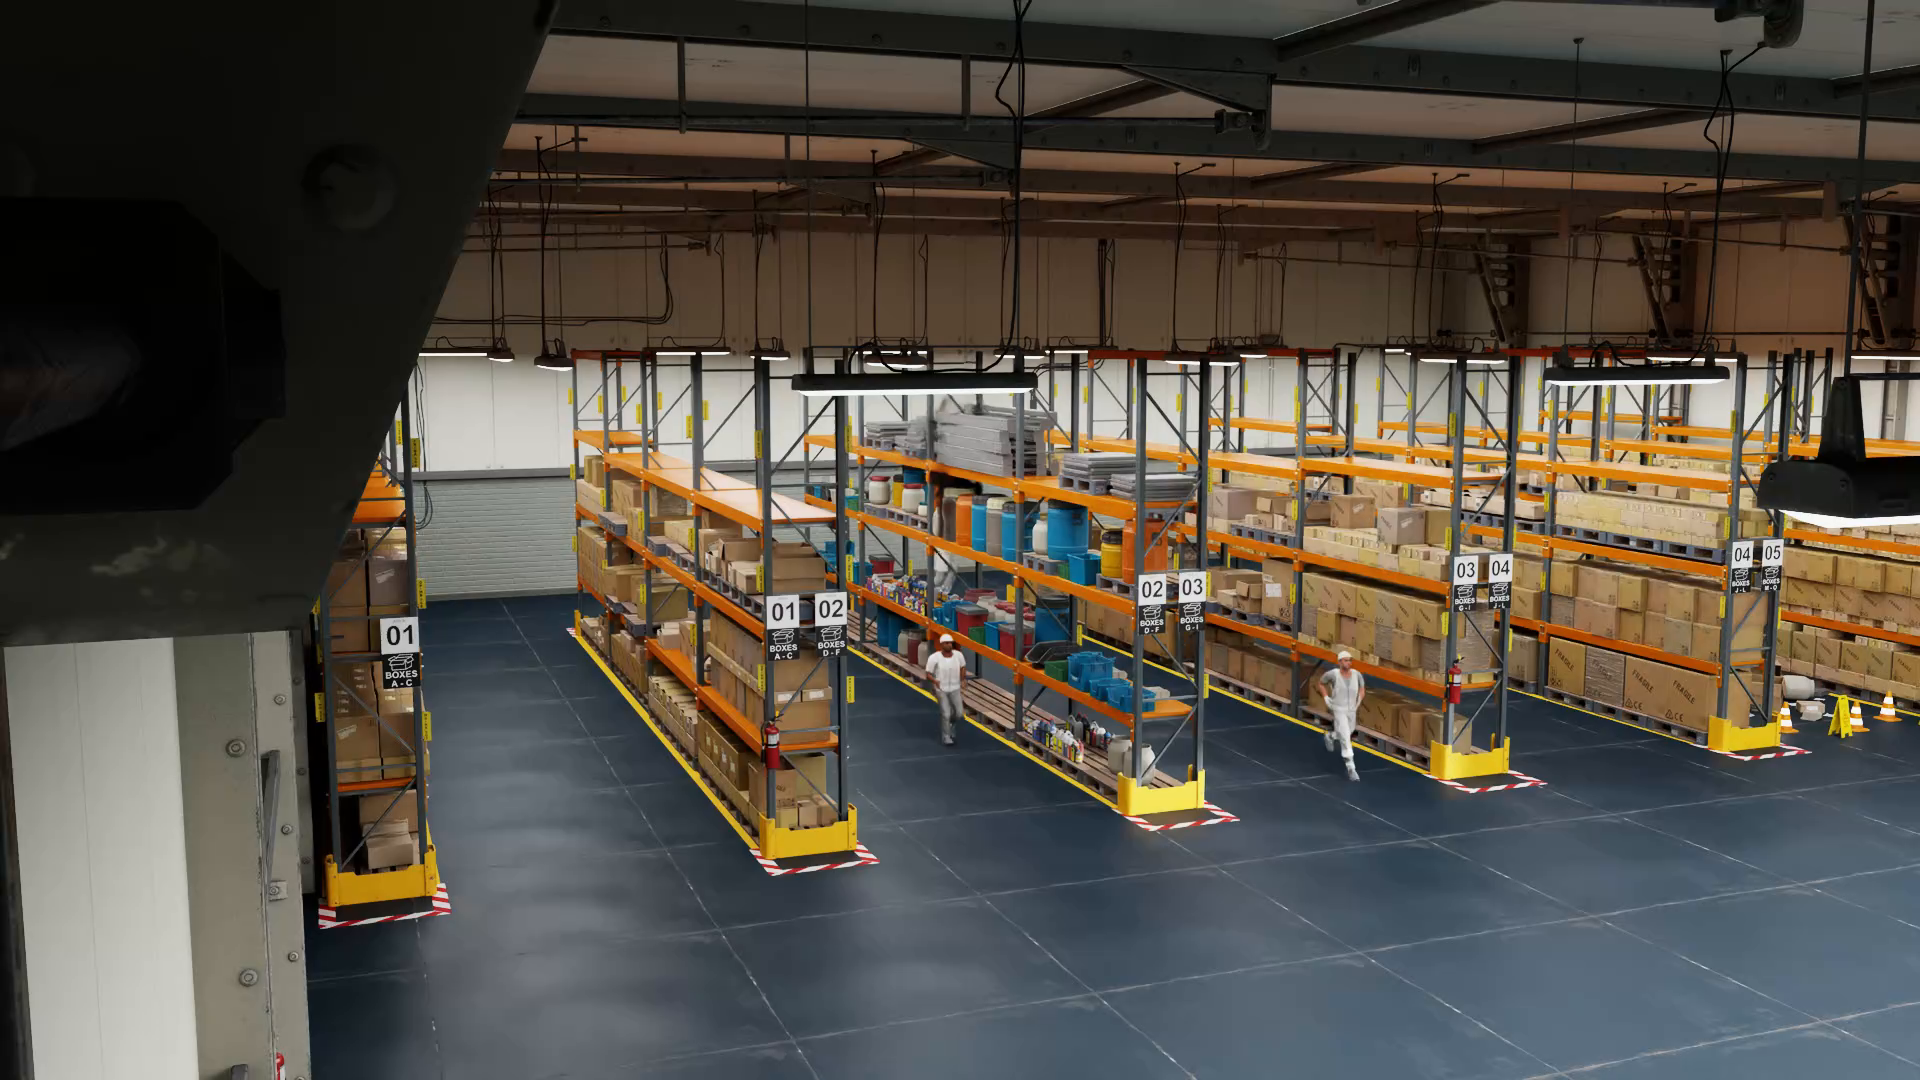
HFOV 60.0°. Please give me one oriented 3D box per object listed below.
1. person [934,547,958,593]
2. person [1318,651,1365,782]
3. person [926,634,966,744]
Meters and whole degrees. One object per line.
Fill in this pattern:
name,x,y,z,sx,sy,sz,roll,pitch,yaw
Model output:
person,-0.408,0.512,39.785,0.893,1.780,0.751,-1,7,-10
person,5.552,2.474,24.054,0.625,1.782,1.169,-2,7,-17
person,-0.176,2.296,25.575,0.674,1.721,0.569,-2,7,-17
